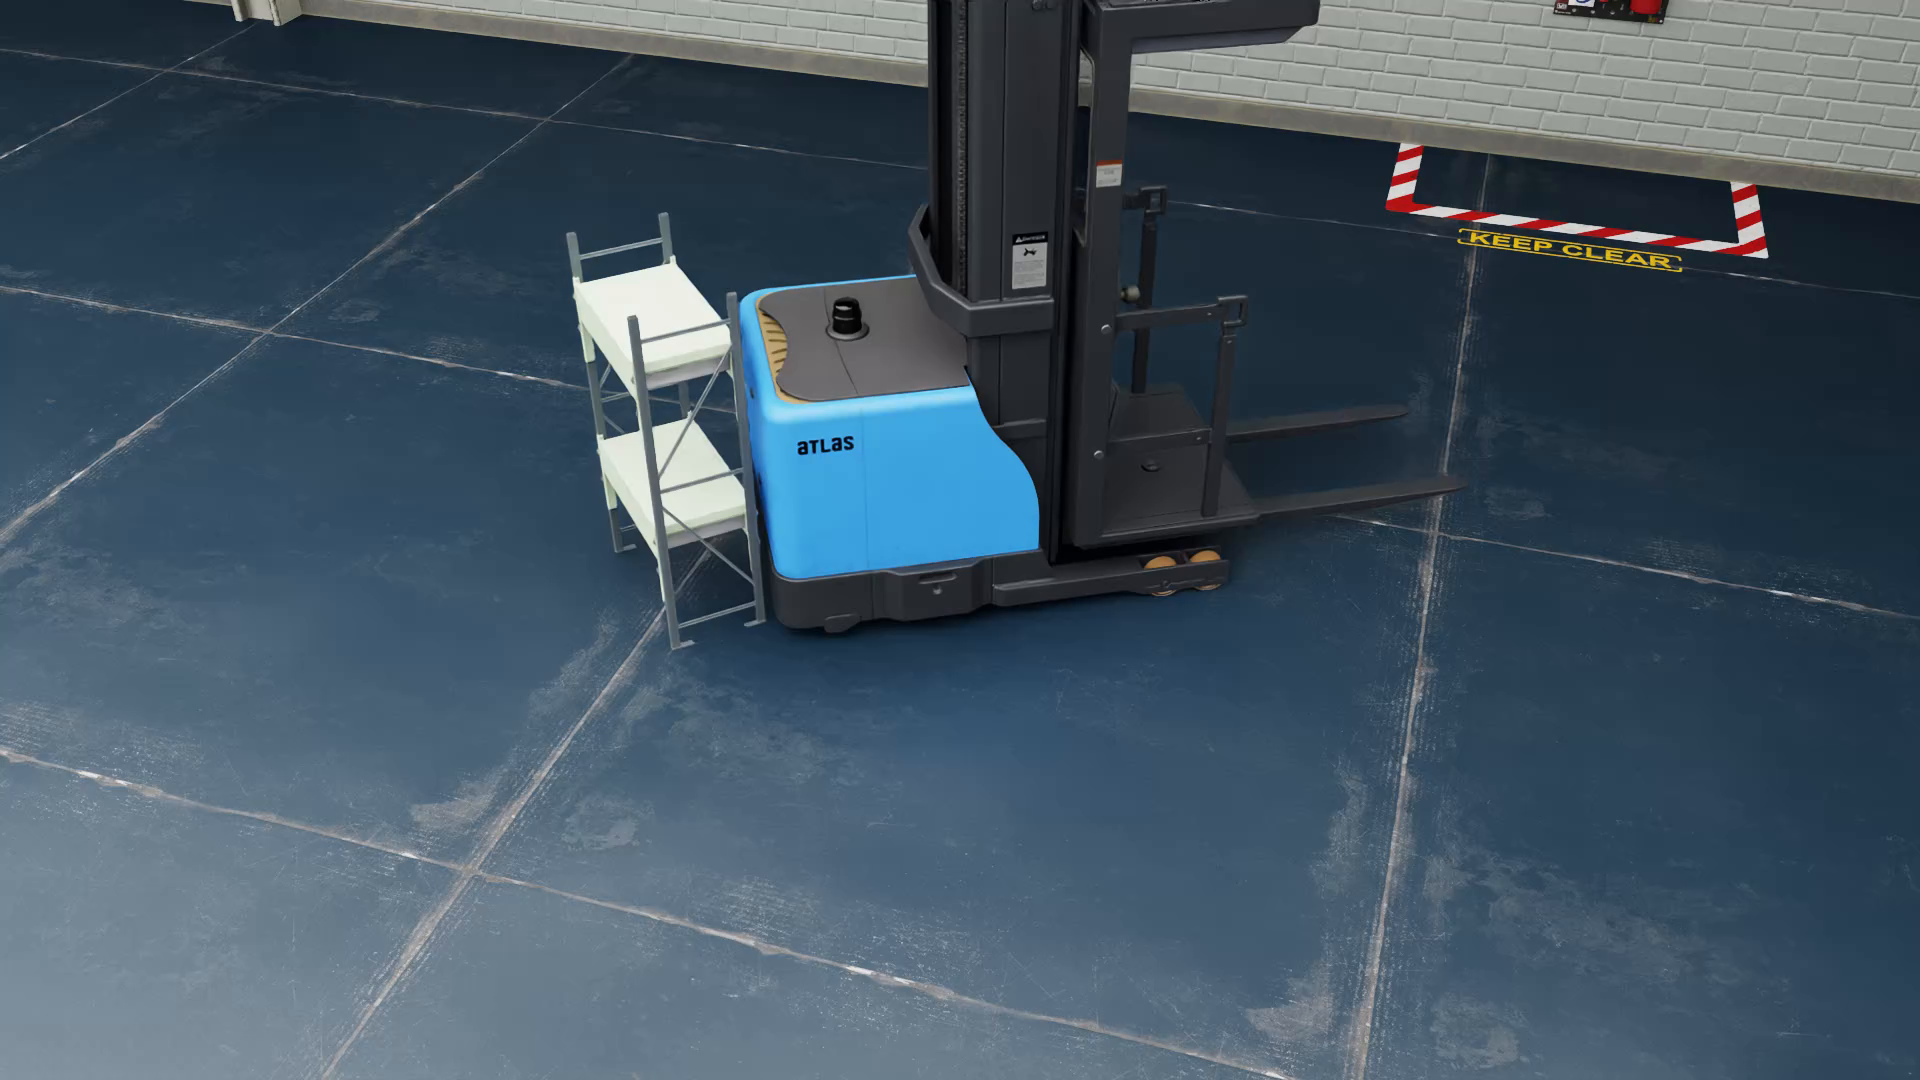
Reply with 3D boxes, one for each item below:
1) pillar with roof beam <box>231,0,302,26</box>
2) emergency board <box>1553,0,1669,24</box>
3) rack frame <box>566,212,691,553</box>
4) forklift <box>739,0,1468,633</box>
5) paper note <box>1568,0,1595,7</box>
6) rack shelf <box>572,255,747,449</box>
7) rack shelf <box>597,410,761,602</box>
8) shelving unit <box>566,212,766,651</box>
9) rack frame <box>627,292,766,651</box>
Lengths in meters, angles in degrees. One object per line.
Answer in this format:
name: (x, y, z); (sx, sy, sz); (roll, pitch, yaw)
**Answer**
pillar with roof beam: (-6.538, -5.176, 6.692); (0.400, 9.000, 9.100); (10, 38, 14)
emergency board: (3.852, -3.533, 9.520); (0.643, 1.169, 0.194); (10, 38, 14)
rack frame: (-1.310, -0.606, 6.808); (0.400, 1.500, 0.023); (-17, 40, -22)
forklift: (0.652, -1.245, 6.469); (3.031, 2.935, 1.130); (-7, 37, -10)
paper note: (3.704, -3.249, 9.877); (0.142, 0.148, 0.016); (10, 38, 14)
rack shelf: (-1.142, -0.727, 6.314); (0.431, 0.370, 0.720); (-17, 40, -22)
rack shelf: (-1.142, -0.150, 6.739); (0.431, 0.370, 0.720); (-17, 40, -22)
shelving unit: (-1.142, -0.413, 6.546); (0.431, 1.500, 0.755); (-17, 40, -22)
rack frame: (-0.975, -0.220, 6.284); (0.400, 1.500, 0.023); (-17, 40, -22)
